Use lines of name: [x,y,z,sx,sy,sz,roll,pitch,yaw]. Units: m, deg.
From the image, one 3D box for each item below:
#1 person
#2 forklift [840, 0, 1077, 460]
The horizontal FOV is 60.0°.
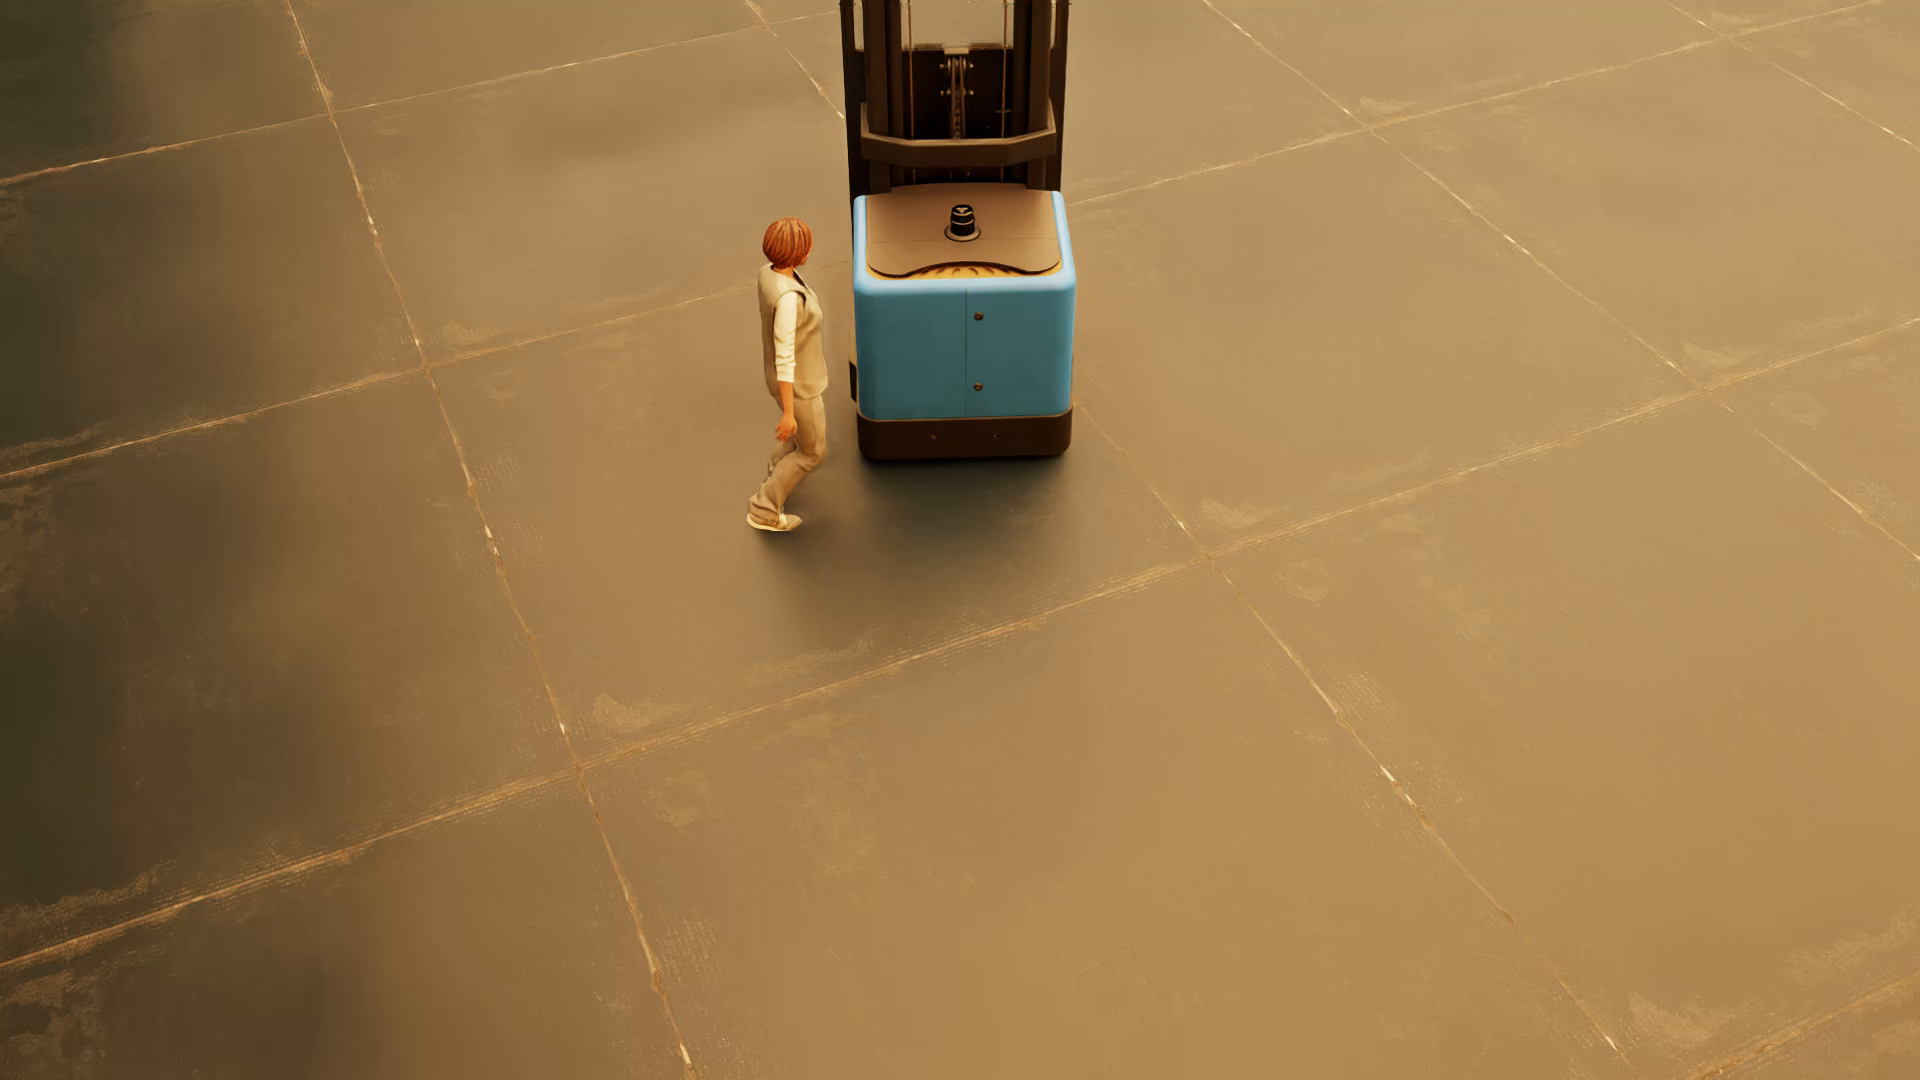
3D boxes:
person: [-0.816,-0.707,7.493,0.440,1.548,0.747,-8,44,-9]
forklift: [-0.038,-2.457,8.313,1.130,2.935,3.031,-2,43,-2]
